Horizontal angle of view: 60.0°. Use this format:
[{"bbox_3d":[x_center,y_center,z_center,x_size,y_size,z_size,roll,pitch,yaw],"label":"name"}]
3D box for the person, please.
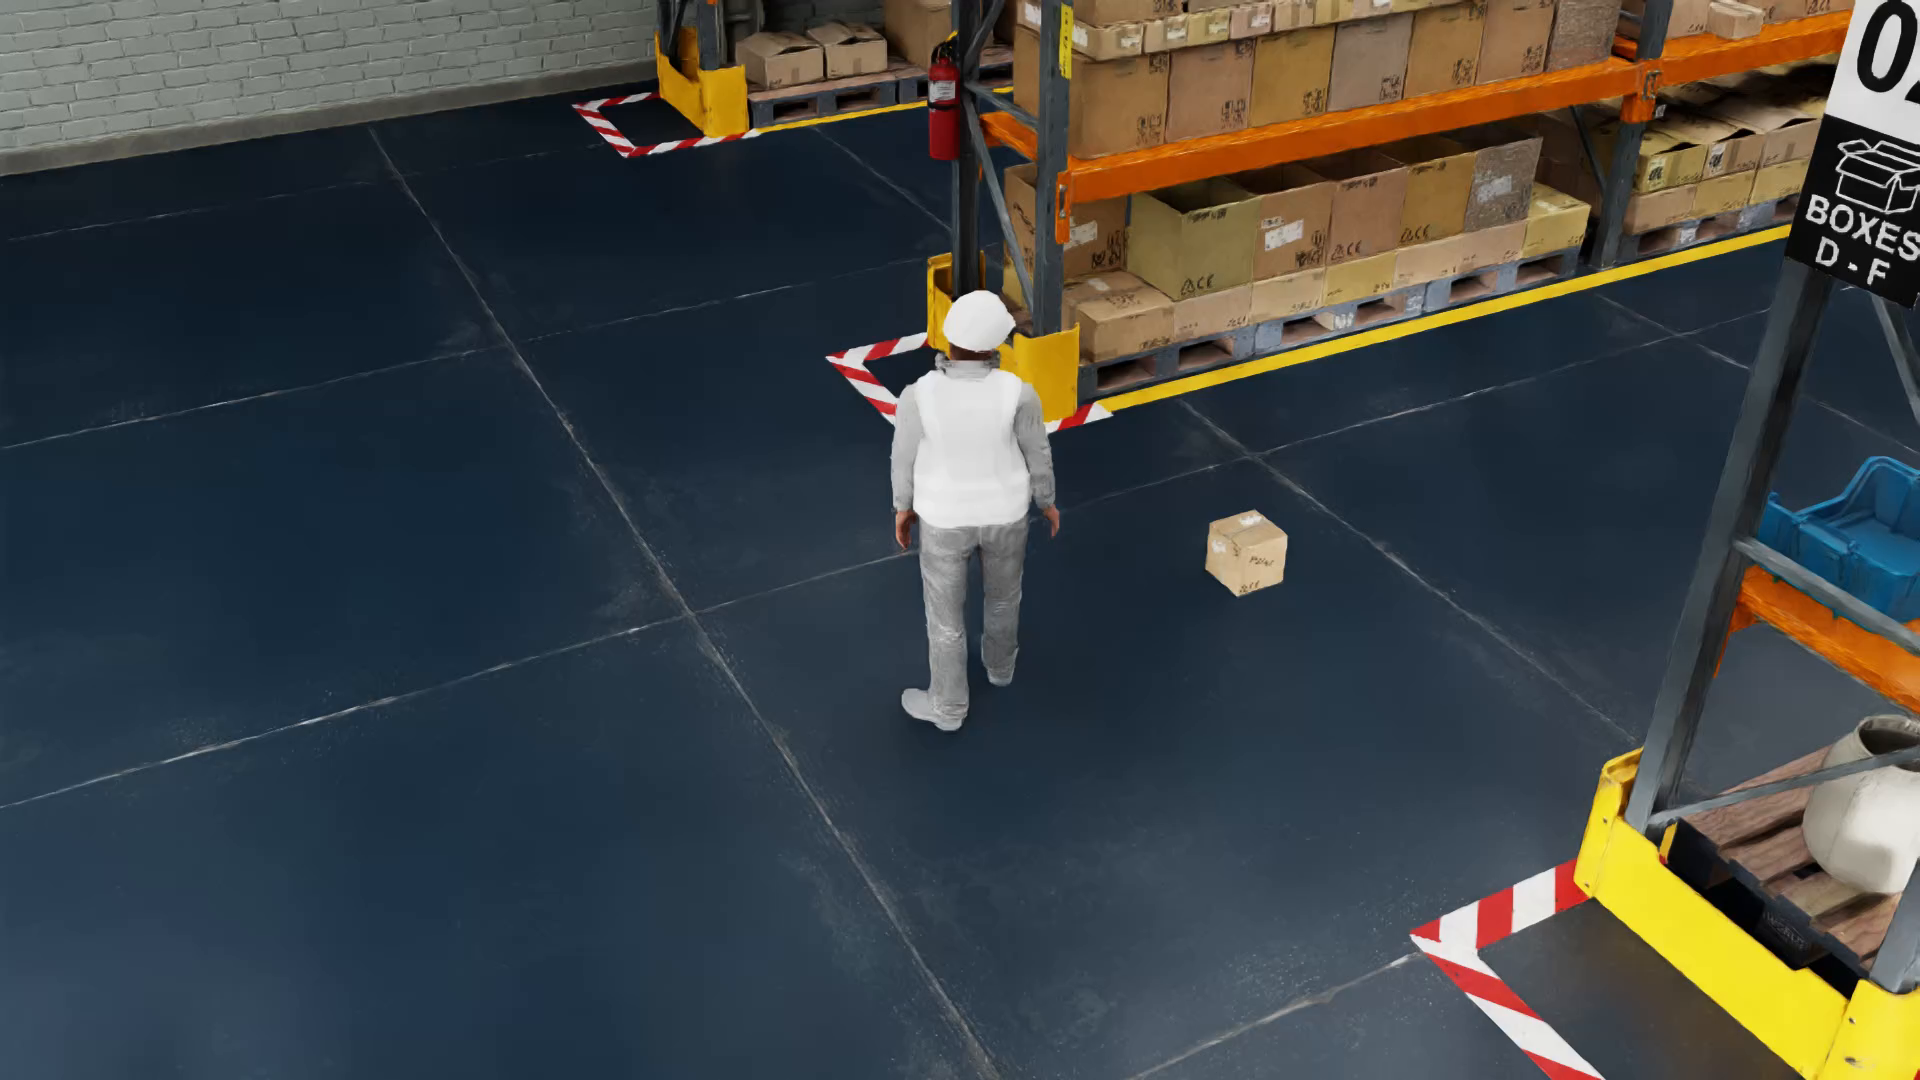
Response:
[{"bbox_3d":[0.058,-0.141,6.289,0.640,1.770,0.578,-4,33,-7],"label":"person"}]
